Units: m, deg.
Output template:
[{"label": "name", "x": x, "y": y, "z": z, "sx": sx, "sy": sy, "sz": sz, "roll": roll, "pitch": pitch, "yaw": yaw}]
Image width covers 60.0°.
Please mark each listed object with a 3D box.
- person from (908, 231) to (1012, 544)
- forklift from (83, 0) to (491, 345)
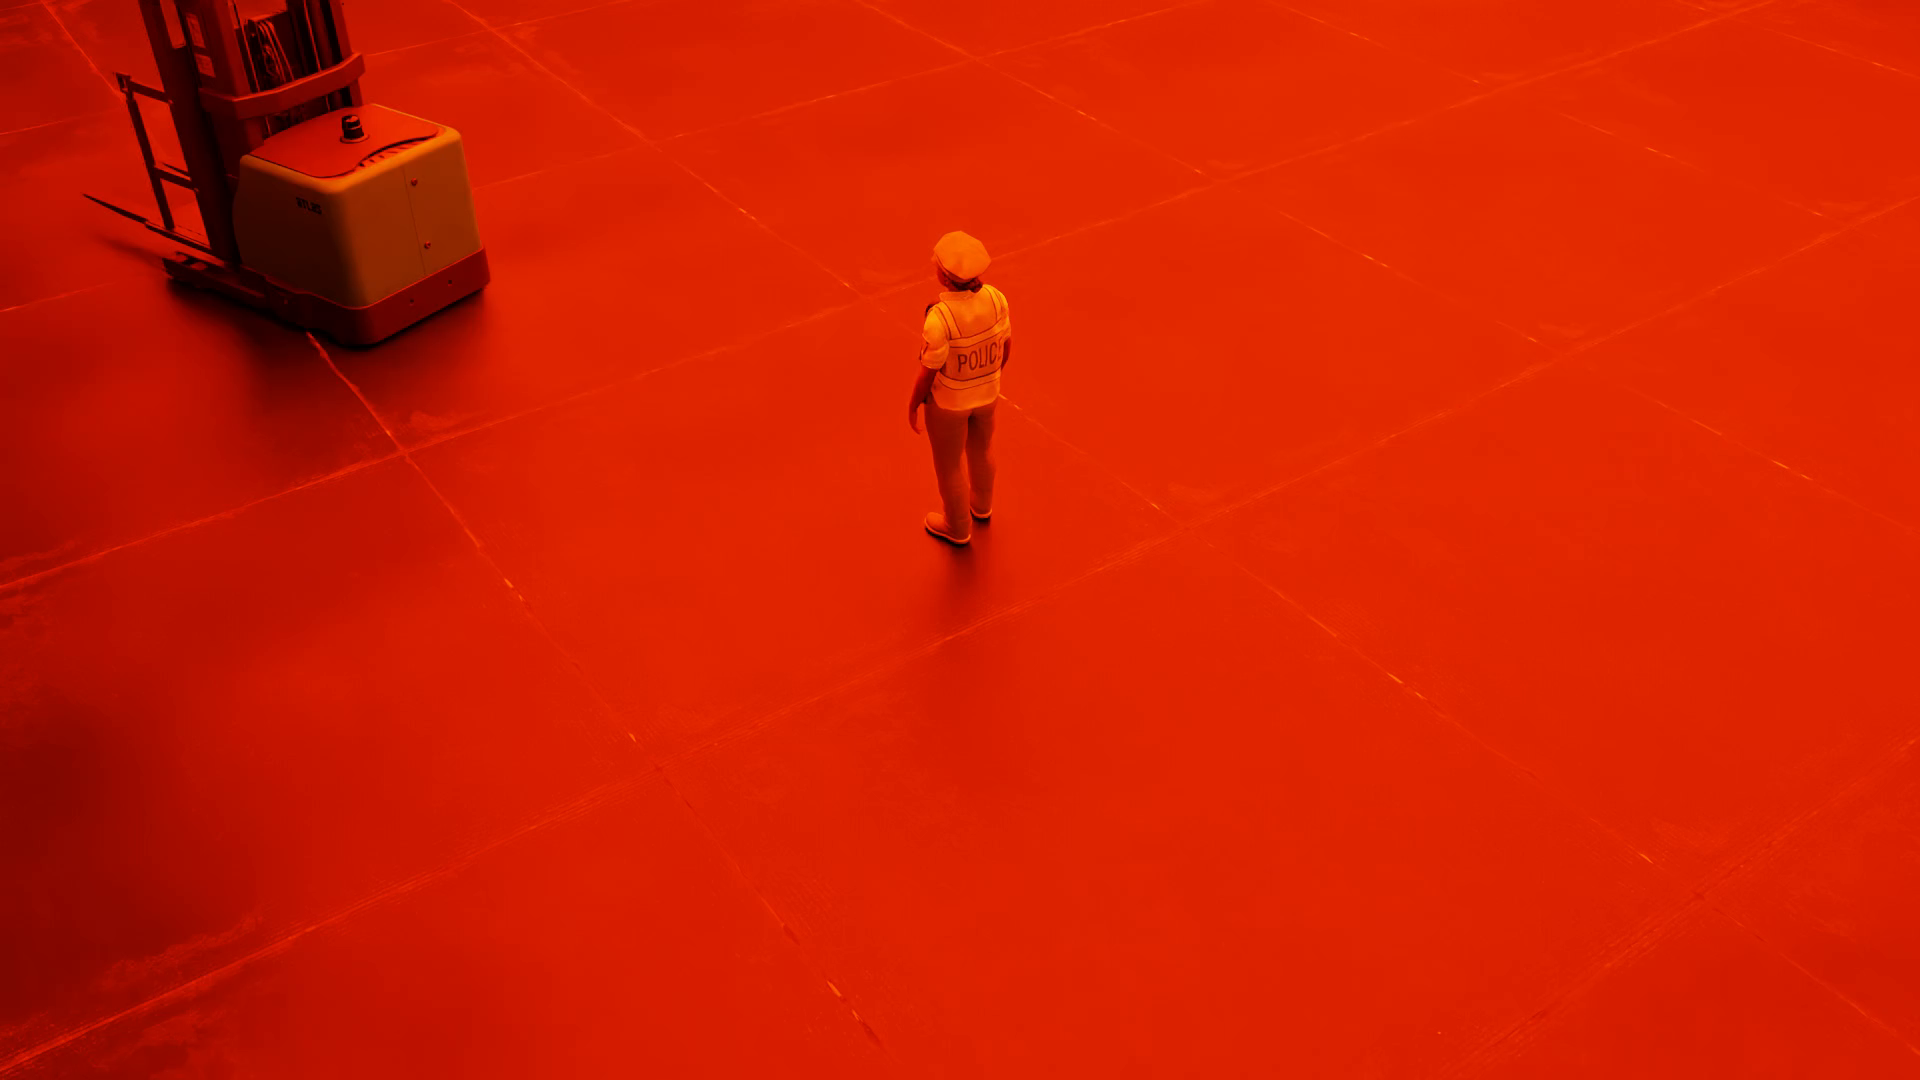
[{"label": "person", "x": -0.027, "y": -0.730, "z": 7.960, "sx": 0.569, "sy": 1.695, "sz": 0.530, "roll": -23, "pitch": 42, "yaw": -28}, {"label": "forklift", "x": -4.474, "y": -3.011, "z": 10.017, "sx": 3.031, "sy": 2.935, "sz": 1.130, "roll": 22, "pitch": 42, "yaw": 27}]
